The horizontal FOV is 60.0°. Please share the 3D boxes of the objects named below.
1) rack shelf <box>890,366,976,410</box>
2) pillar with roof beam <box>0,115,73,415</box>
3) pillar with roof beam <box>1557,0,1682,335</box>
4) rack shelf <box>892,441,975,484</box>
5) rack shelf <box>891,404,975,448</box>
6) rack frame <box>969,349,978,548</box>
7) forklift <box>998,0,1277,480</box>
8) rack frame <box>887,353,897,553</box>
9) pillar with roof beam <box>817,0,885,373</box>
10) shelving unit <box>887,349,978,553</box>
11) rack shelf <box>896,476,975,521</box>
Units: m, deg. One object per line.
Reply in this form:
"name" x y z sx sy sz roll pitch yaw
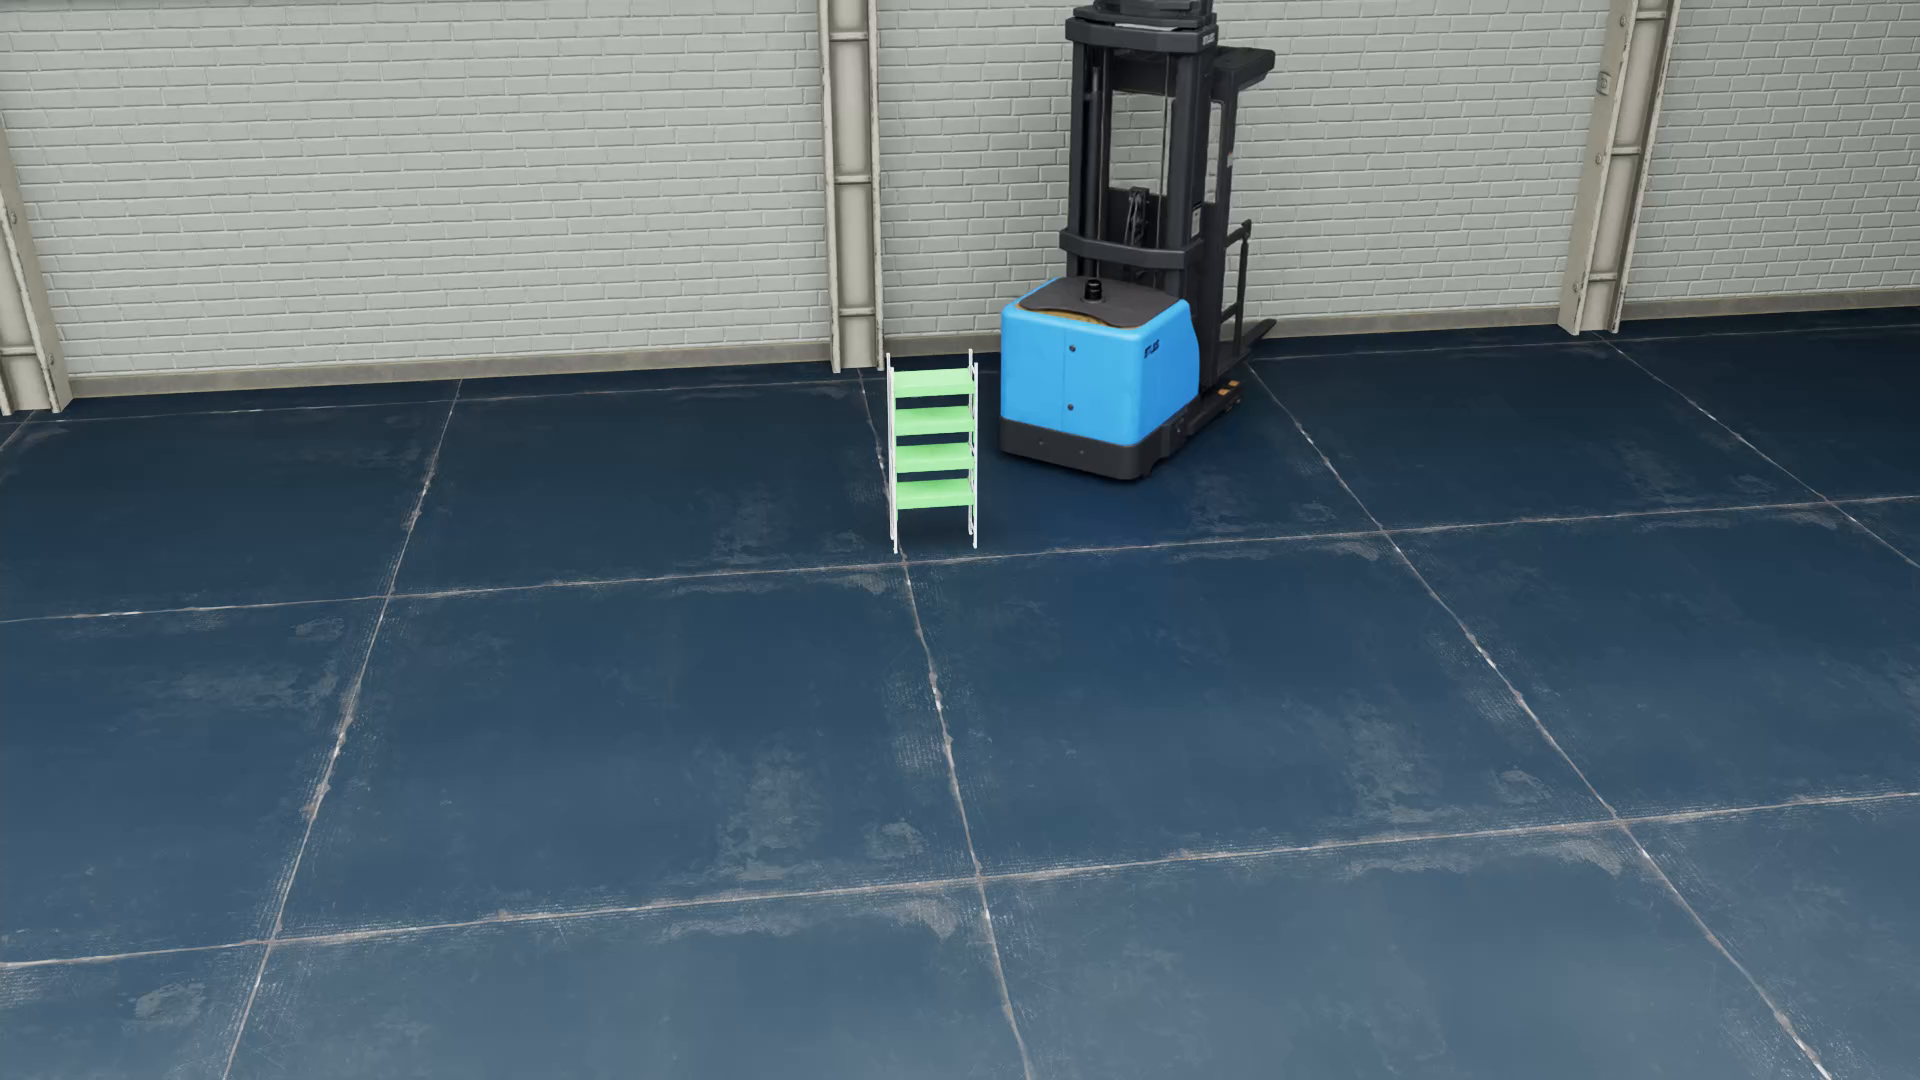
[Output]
"rack shelf" -0.164 -0.894 9.766 0.480 0.148 0.258 -4 27 -7
"pillar with roof beam" -6.138 -3.039 6.315 0.400 9.000 9.100 -4 27 -7
"pillar with roof beam" 5.745 -3.802 7.802 0.400 9.000 9.100 -4 27 -7
"rack shelf" -0.164 -0.466 9.985 0.480 0.148 0.258 -4 27 -7
"rack shelf" -0.164 -0.680 9.875 0.480 0.148 0.258 -4 27 -7
"rack frame" 0.078 -0.539 9.986 0.015 1.200 0.240 -4 27 -7
"forklift" 1.443 -2.331 11.582 1.130 2.935 3.031 15 31 27
"rack frame" -0.406 -0.508 9.925 0.015 1.200 0.240 -4 27 -7
"pillar with roof beam" -0.197 -3.420 7.059 0.400 9.000 9.100 -4 27 -7
"shelving unit" -0.164 -0.523 9.956 0.503 1.200 0.258 -4 27 -7
"rack shelf" -0.164 -0.253 10.094 0.480 0.148 0.258 -4 27 -7
